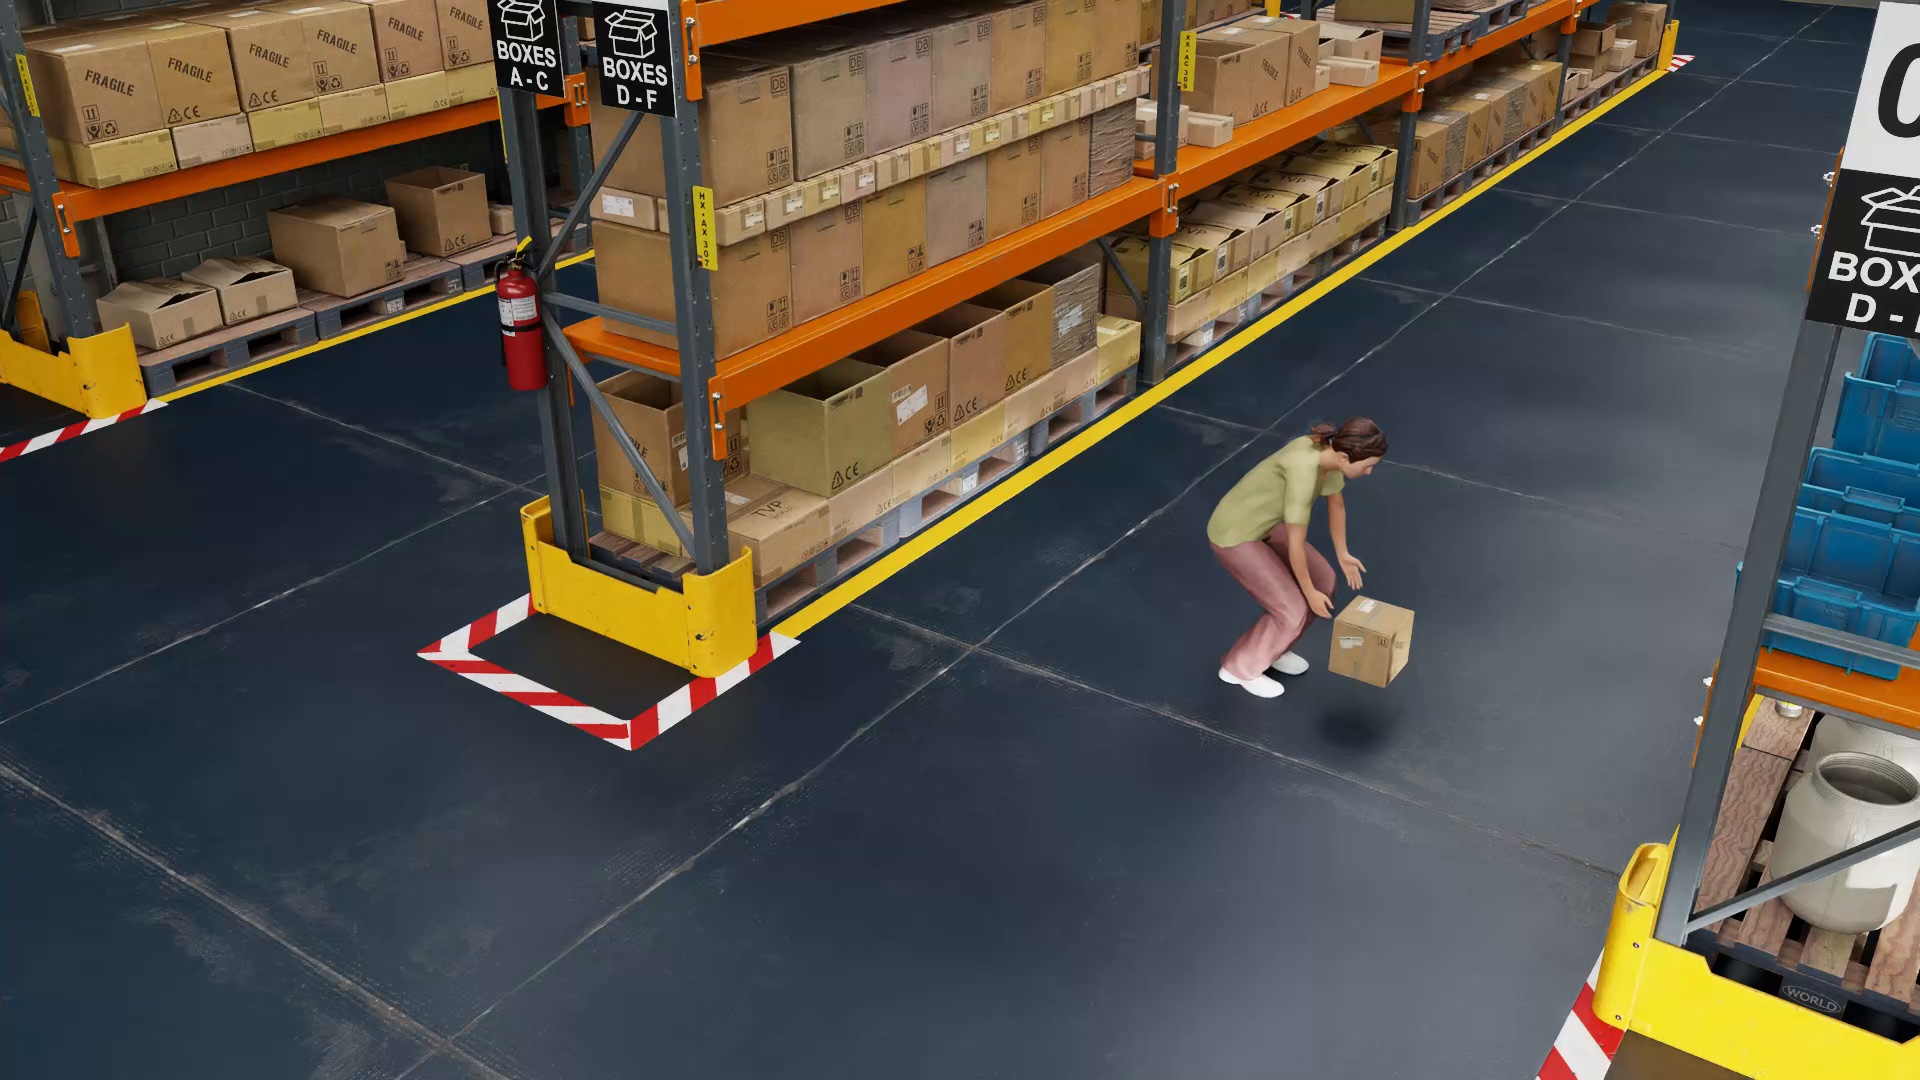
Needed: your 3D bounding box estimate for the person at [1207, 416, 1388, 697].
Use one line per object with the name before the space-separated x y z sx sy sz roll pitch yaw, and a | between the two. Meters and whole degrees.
person | 1.401 0.028 7.006 0.693 1.278 0.512 17 32 30
